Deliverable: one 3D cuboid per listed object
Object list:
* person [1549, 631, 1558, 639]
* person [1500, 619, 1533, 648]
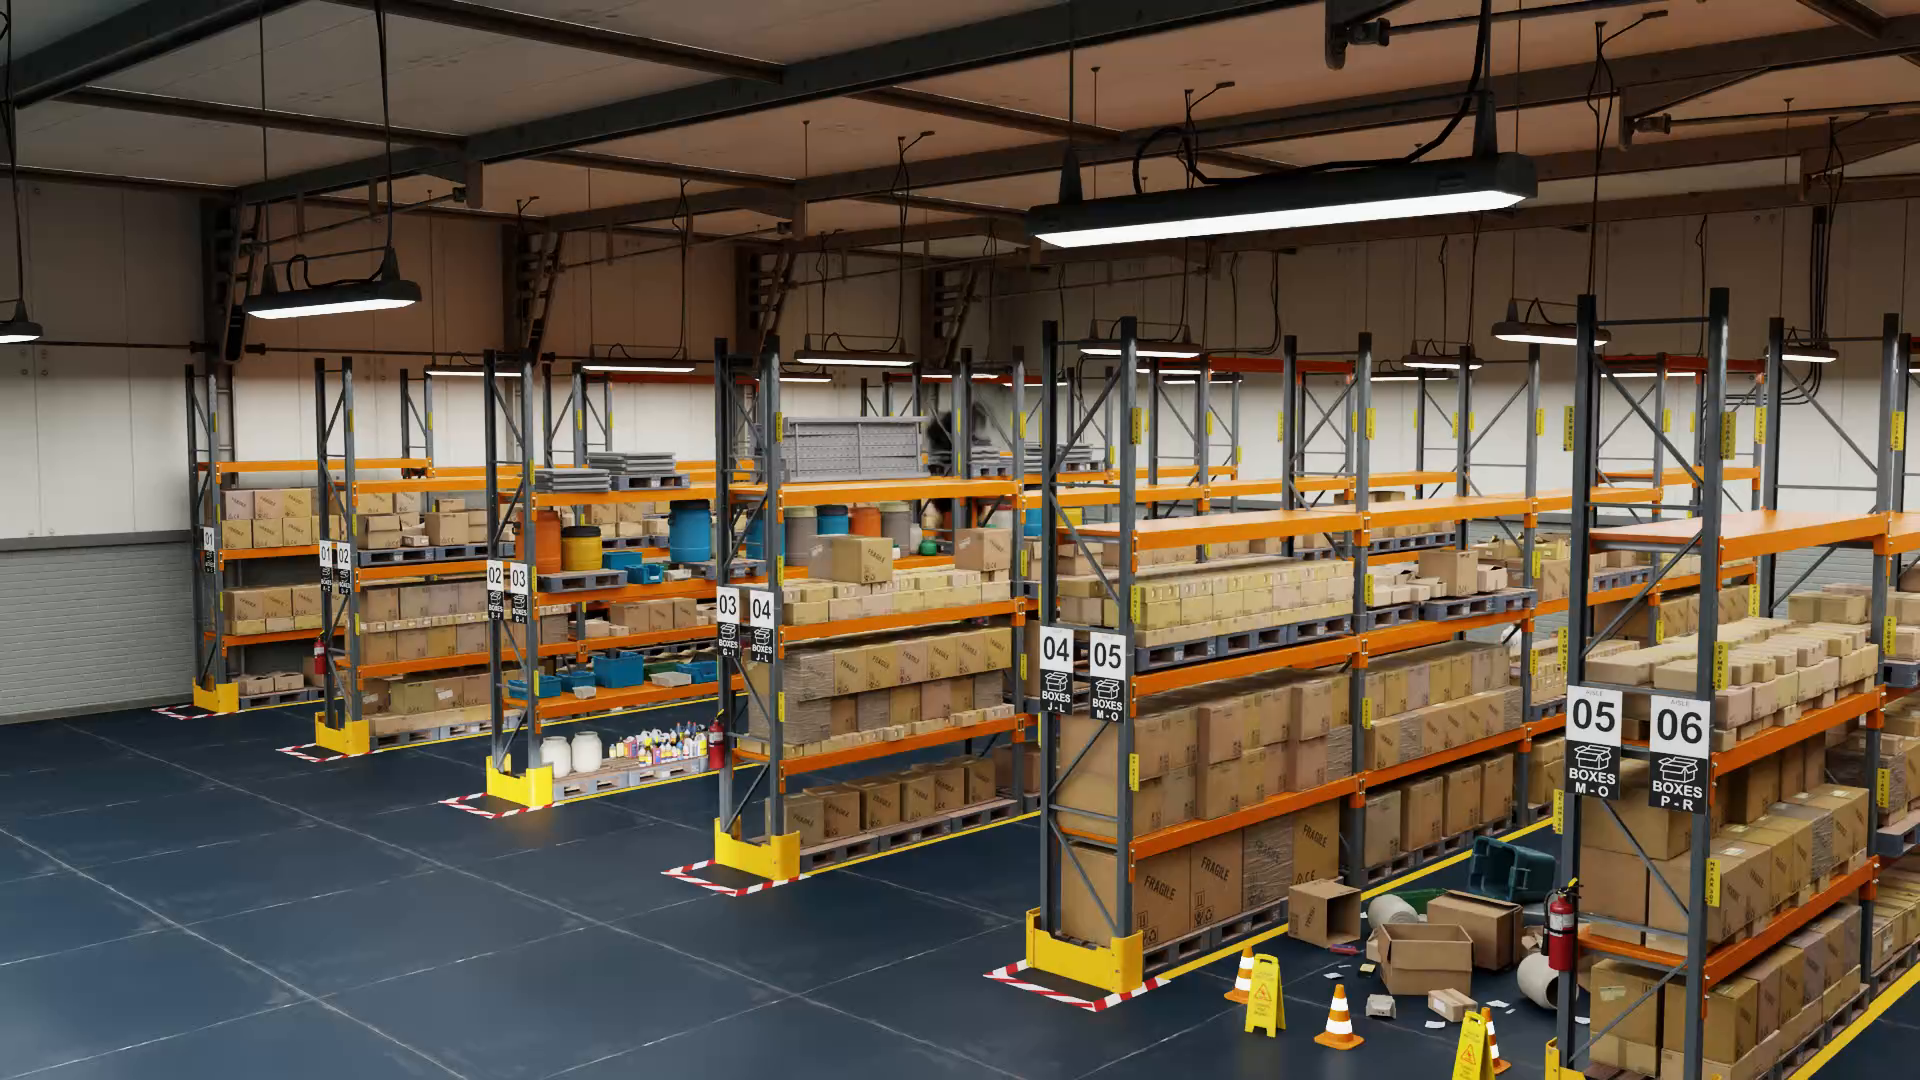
[{"bbox_3d":[9.721,2.293,27.262,0.617,1.595,0.535,3,5,35],"label":"person"},{"bbox_3d":[9.993,2.095,29.798,0.627,1.605,0.574,0,4,-5],"label":"person"}]
